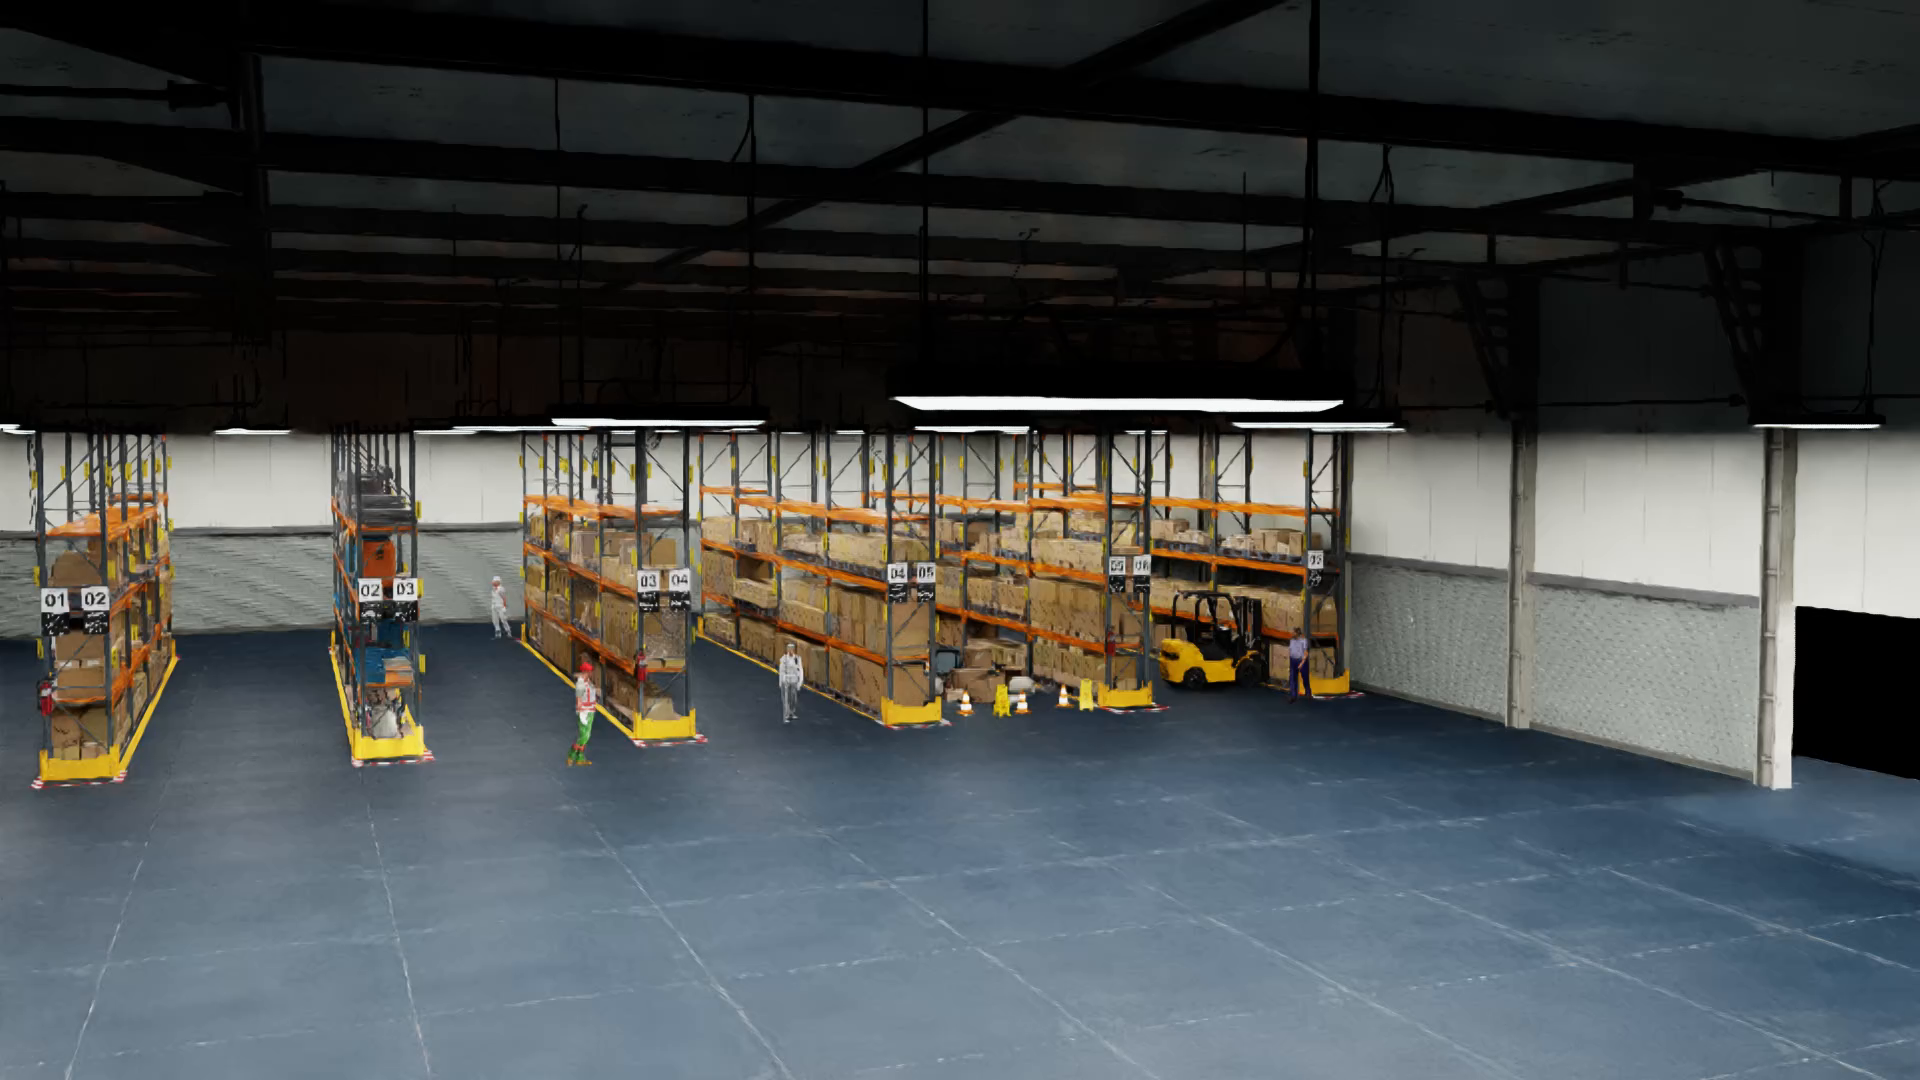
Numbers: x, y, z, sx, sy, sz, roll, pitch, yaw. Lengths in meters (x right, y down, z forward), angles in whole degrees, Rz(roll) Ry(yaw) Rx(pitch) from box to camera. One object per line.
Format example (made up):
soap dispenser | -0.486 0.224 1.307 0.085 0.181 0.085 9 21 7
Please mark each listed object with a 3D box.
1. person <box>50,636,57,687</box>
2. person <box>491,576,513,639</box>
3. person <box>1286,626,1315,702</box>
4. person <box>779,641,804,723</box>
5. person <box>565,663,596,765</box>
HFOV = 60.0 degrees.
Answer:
person | -20.628 2.492 38.054 0.549 1.680 0.636 0 4 7
person | -12.983 1.908 46.993 0.647 1.781 0.553 3 5 38
person | 7.348 2.663 35.926 0.516 1.634 0.690 3 5 39
person | -3.371 2.816 33.249 0.482 1.621 0.989 -1 4 -13
person | -6.578 3.019 28.817 0.460 1.780 0.703 1 4 8
